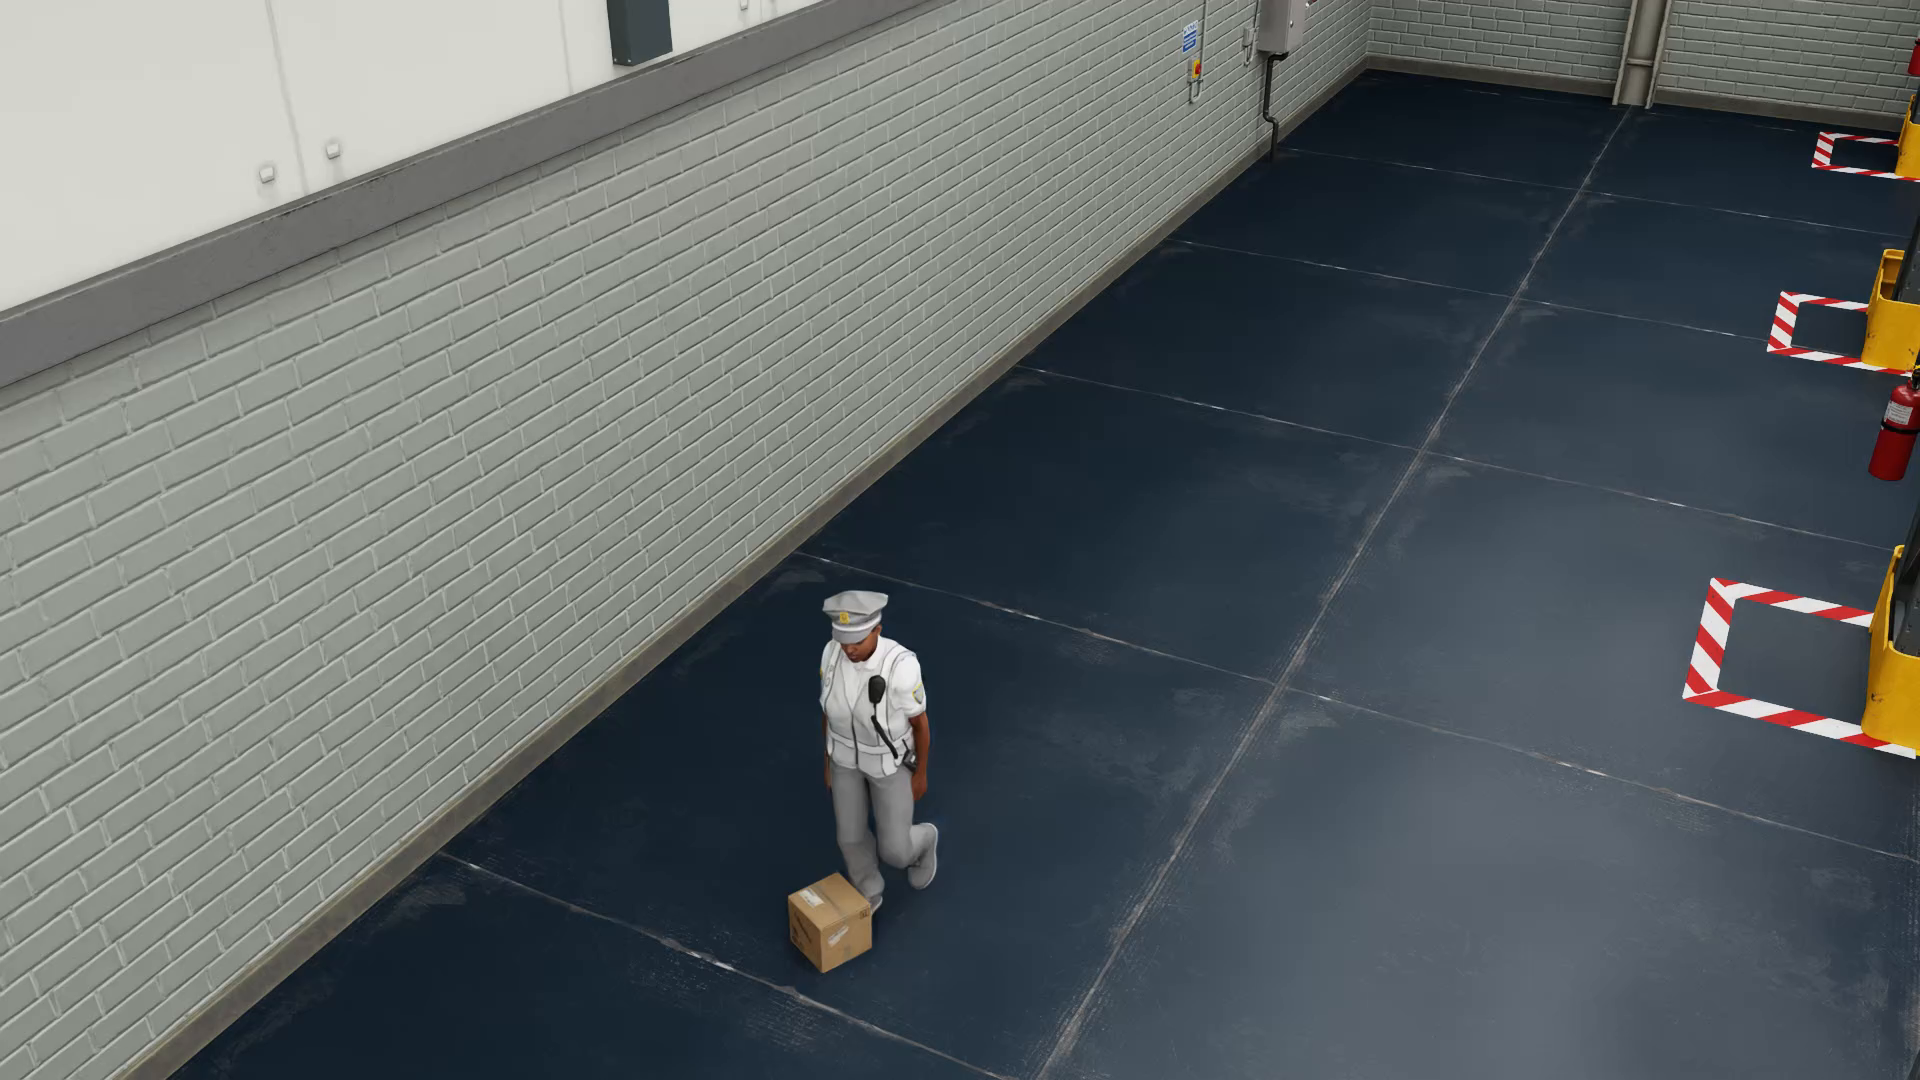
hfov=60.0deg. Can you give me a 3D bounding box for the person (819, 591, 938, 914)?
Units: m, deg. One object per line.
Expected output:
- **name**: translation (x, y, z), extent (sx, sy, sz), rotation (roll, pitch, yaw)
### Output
- **person**: translation (-0.316, 0.867, 6.756), extent (0.456, 1.647, 0.527), rotation (13, 33, 22)
